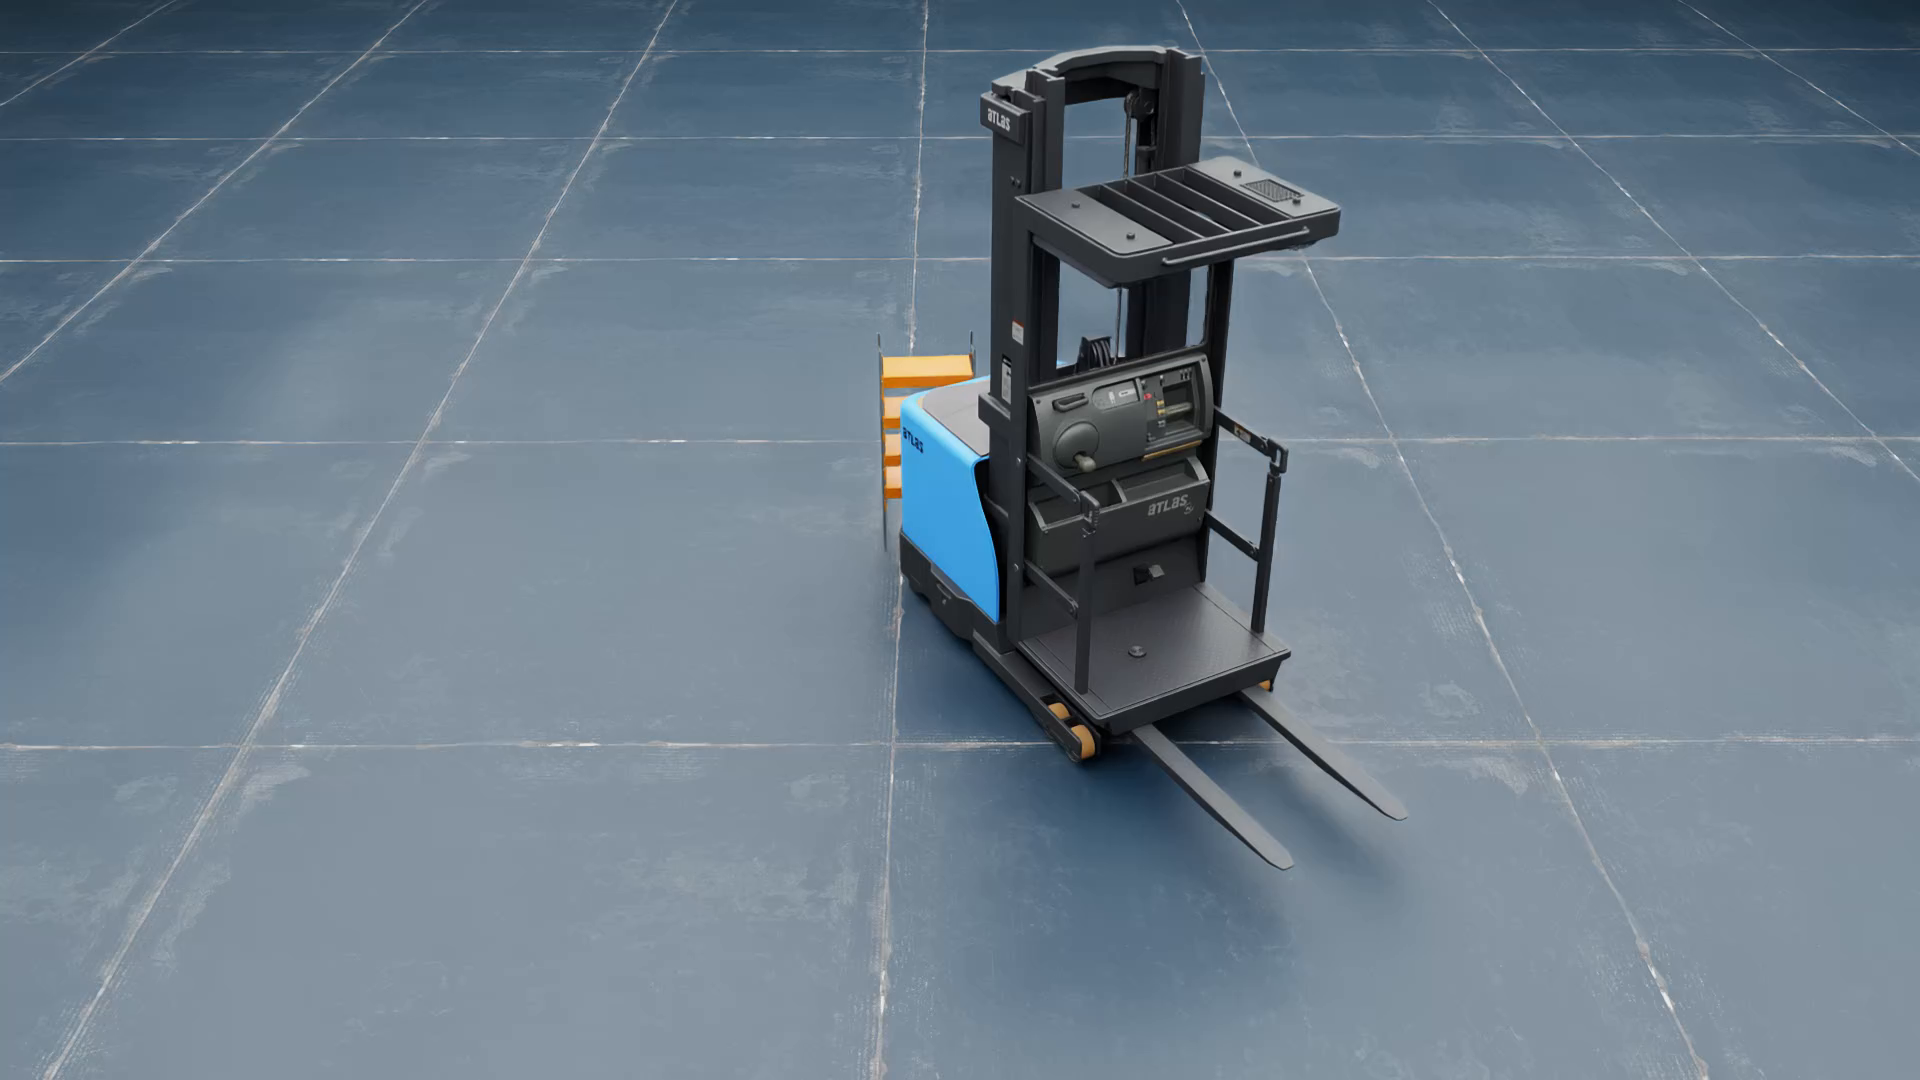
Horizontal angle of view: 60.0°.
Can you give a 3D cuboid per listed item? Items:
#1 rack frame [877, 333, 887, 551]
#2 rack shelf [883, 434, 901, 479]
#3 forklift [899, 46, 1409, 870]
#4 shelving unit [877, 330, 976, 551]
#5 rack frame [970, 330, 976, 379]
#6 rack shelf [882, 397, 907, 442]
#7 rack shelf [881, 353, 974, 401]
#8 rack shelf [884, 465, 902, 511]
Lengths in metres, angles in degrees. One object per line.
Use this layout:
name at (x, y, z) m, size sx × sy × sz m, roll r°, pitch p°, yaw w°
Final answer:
rack frame at (-0.419, -0.514, 8.940) m, size 0.015 × 1.200 × 0.240 m, roll -2°, pitch 31°, yaw -3°
rack shelf at (-0.175, -0.464, 8.988) m, size 0.480 × 0.148 × 0.258 m, roll -2°, pitch 31°, yaw -3°
forklift at (0.842, -0.513, 7.271) m, size 1.130 × 2.935 × 3.031 m, roll -16°, pitch 35°, yaw -25°
shelving unit at (-0.175, -0.522, 8.953) m, size 0.503 × 1.200 × 0.258 m, roll -2°, pitch 31°, yaw -3°
rack frame at (0.068, -0.529, 8.966) m, size 0.015 × 1.200 × 0.240 m, roll -2°, pitch 31°, yaw -3°
rack shelf at (-0.175, -0.655, 8.872) m, size 0.480 × 0.148 × 0.258 m, roll -2°, pitch 31°, yaw -3°
rack shelf at (-0.175, -0.858, 8.749) m, size 0.480 × 0.148 × 0.258 m, roll -2°, pitch 31°, yaw -3°
rack shelf at (-0.175, -0.294, 9.091) m, size 0.480 × 0.148 × 0.258 m, roll -2°, pitch 31°, yaw -3°
